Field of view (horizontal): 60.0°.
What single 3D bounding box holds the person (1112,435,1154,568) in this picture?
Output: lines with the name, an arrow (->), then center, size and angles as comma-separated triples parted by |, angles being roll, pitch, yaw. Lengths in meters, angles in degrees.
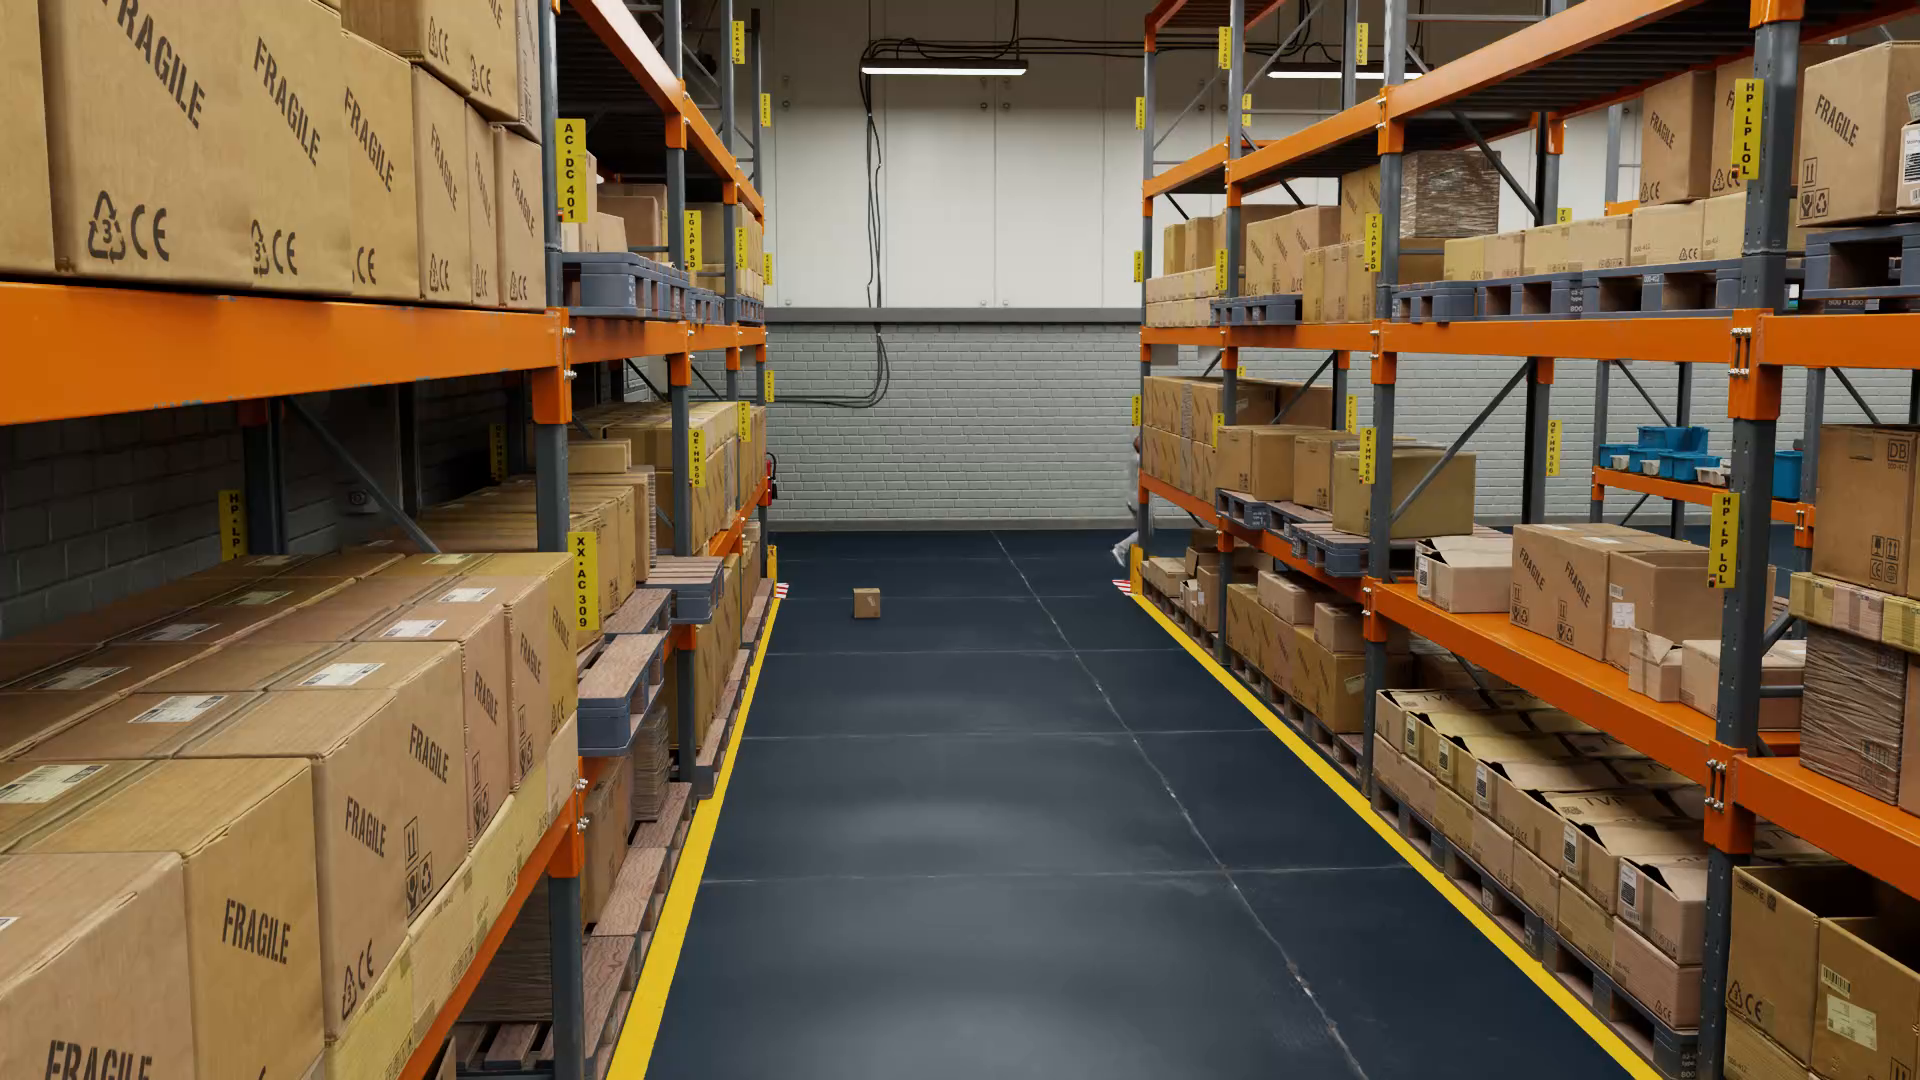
person -> 1.998, -0.412, 19.009 | 0.612, 1.583, 0.465 | -2, 7, -16
